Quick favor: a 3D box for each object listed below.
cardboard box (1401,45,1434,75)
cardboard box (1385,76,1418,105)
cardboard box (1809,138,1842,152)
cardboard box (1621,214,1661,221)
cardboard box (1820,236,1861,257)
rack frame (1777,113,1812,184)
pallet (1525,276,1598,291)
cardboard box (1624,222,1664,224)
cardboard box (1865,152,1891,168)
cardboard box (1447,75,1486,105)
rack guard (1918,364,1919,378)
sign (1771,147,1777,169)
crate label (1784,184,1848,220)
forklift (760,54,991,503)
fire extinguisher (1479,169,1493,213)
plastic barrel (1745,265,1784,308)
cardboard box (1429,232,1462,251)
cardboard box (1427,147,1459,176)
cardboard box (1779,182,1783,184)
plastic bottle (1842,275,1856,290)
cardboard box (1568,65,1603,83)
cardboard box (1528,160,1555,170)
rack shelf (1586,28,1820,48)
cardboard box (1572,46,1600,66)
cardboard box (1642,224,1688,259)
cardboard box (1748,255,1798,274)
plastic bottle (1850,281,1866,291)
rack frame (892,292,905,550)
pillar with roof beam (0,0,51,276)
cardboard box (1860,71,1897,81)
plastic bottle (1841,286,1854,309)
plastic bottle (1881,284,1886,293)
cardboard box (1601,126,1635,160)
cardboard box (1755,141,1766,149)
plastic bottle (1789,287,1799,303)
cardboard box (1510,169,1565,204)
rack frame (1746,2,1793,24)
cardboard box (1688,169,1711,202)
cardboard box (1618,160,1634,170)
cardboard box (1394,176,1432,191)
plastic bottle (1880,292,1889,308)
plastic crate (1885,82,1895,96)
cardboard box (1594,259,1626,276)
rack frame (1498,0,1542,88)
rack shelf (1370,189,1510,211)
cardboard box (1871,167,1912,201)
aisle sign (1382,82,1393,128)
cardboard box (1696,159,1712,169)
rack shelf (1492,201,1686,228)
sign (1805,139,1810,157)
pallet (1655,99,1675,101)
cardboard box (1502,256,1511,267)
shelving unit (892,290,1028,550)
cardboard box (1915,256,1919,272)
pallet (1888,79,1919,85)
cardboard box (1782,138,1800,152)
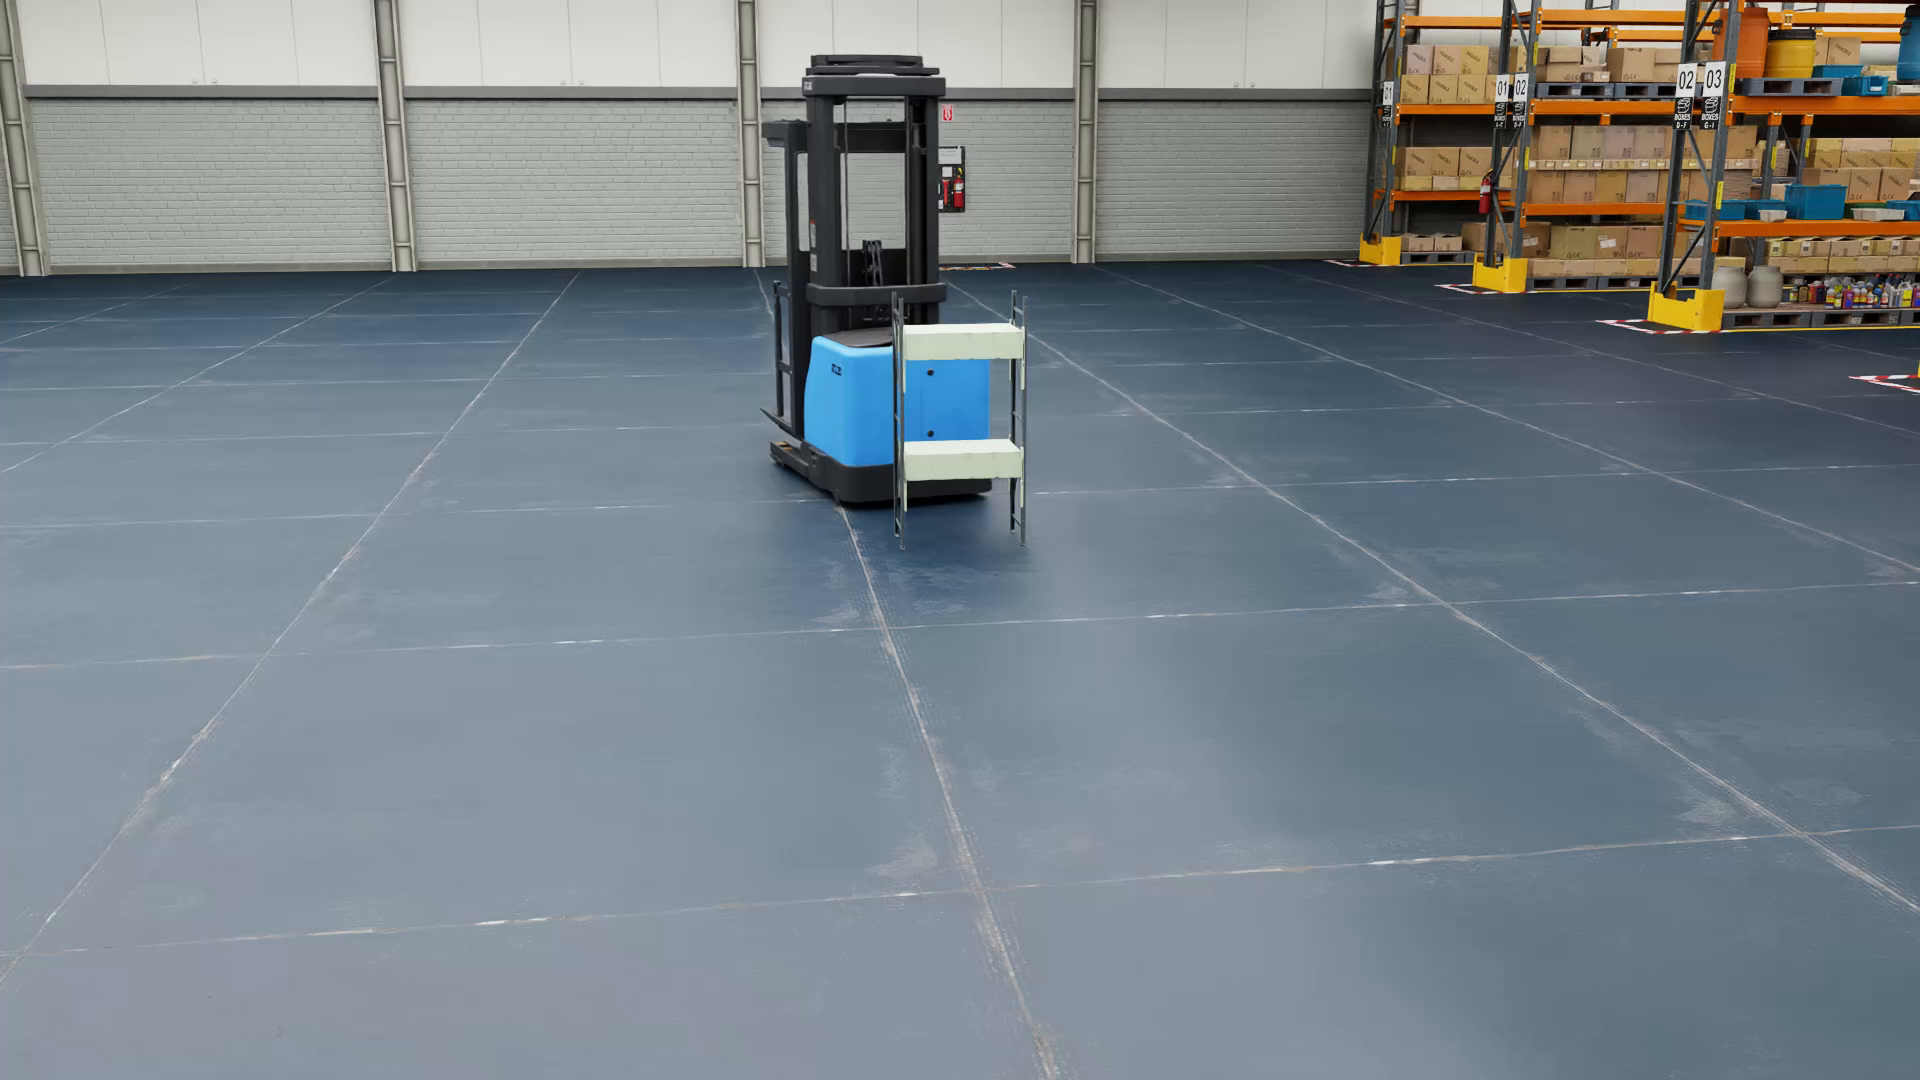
[{"bbox_3d":[8.039,-8.499,29.478,0.500,0.500,0.500,-3,14,-12],"label":"cardboard box"},{"bbox_3d":[7.997,-8.135,30.080,0.500,0.500,0.500,-1,14,-4],"label":"cardboard box"},{"bbox_3d":[16.048,-7.357,30.992,0.500,0.250,0.500,-2,14,-7],"label":"cardboard box"},{"bbox_3d":[12.738,-6.103,31.083,0.500,0.250,0.500,-2,14,-9],"label":"cardboard box"},{"bbox_3d":[13.772,-4.632,26.163,0.500,0.311,0.500,-3,14,-10],"label":"cardboard box"},{"bbox_3d":[15.533,-6.836,31.312,0.127,3.000,1.000,-2,14,-8],"label":"rack frame"},{"bbox_3d":[9.114,-4.040,25.895,1.213,0.211,1.003,-2,14,-8],"label":"pallet"},{"bbox_3d":[10.825,-4.755,26.264,0.500,0.500,0.500,-2,14,-8],"label":"cardboard box"},{"bbox_3d":[17.061,-7.029,31.223,0.500,0.500,0.500,-2,14,-9],"label":"cardboard box"},{"bbox_3d":[9.039,-8.041,29.707,0.500,0.500,0.500,-1,14,-6],"label":"cardboard box"},{"bbox_3d":[9.911,-1.762,16.218,0.348,0.500,1.175,-2,14,-8],"label":"rack guard"},{"bbox_3d":[12.403,-5.824,25.336,0.005,0.325,0.100,-2,14,-8],"label":"sign"},{"bbox_3d":[10.878,-4.312,21.175,0.616,0.435,0.502,-2,14,-8],"label":"crate label"},{"bbox_3d":[-0.784,-1.979,12.088,1.130,2.935,3.031,-5,15,-20],"label":"forklift"},{"bbox_3d":[8.178,-5.424,25.843,0.183,0.674,0.296,-2,14,-8],"label":"fire extinguisher"},{"bbox_3d":[10.233,-3.220,21.146,0.421,0.512,0.421,0,14,0],"label":"plastic barrel"},{"bbox_3d":[8.883,-5.479,30.526,0.500,0.311,0.500,-1,14,-4],"label":"cardboard box"},{"bbox_3d":[8.629,-6.807,29.923,0.500,0.500,0.500,-2,14,-8],"label":"cardboard box"},{"bbox_3d":[15.816,-6.797,31.633,0.250,0.149,0.380,-2,14,-7],"label":"cardboard box"},{"bbox_3d":[11.586,-3.284,21.693,0.185,0.351,0.144,-2,14,-9],"label":"plastic bottle"},{"bbox_3d":[9.463,-7.113,25.410,0.500,0.250,0.500,-2,14,-8],"label":"cardboard box"},{"bbox_3d":[8.784,-5.680,25.164,0.250,0.149,0.380,-2,14,-9],"label":"cardboard box"},{"bbox_3d":[13.555,-9.130,30.429,4.000,0.370,1.077,-2,14,-8],"label":"rack shelf"},{"bbox_3d":[11.122,-8.605,29.900,0.500,0.500,0.500,-3,14,-13],"label":"cardboard box"},{"bbox_3d":[10.903,-4.629,25.762,0.500,0.500,0.500,-2,14,-8],"label":"cardboard box"},{"bbox_3d":[12.755,-4.324,26.087,0.500,0.250,0.500,-2,14,-10],"label":"cardboard box"},{"bbox_3d":[11.633,-3.213,21.564,0.135,0.276,0.152,-2,14,-8],"label":"plastic bottle"},{"bbox_3d":[-0.369,-0.714,9.986,0.023,1.500,0.400,-2,14,-8],"label":"rack frame"},{"bbox_3d":[-14.906,-7.784,22.760,0.400,9.000,9.100,-2,14,-8],"label":"pillar with roof beam"},{"bbox_3d":[14.219,-7.140,25.803,0.500,0.250,0.500,-3,14,-13],"label":"cardboard box"},{"bbox_3d":[11.164,-3.053,20.909,0.133,0.283,0.061,-2,14,-7],"label":"plastic bottle"},{"bbox_3d":[11.772,-3.113,21.147,0.133,0.283,0.061,-2,14,-8],"label":"plastic bottle"},{"bbox_3d":[9.897,-6.087,25.453,0.500,0.500,0.700,-2,14,-8],"label":"cardboard box"},{"bbox_3d":[14.880,-7.377,31.028,0.250,0.149,0.380,-5,15,-18],"label":"cardboard box"},{"bbox_3d":[10.849,-3.191,21.627,0.097,0.201,0.097,0,14,0],"label":"plastic bottle"},{"bbox_3d":[8.827,-5.417,25.448,0.500,0.500,0.700,-2,14,-8],"label":"cardboard box"},{"bbox_3d":[12.319,-8.409,25.254,0.127,3.000,1.000,-2,14,-8],"label":"rack frame"},{"bbox_3d":[11.361,-5.509,25.819,0.500,0.500,0.700,-2,14,-9],"label":"cardboard box"},{"bbox_3d":[10.057,-5.727,25.352,0.250,0.149,0.380,-2,14,-9],"label":"cardboard box"},{"bbox_3d":[8.152,-6.424,29.938,0.500,0.250,0.500,-3,14,-10],"label":"cardboard box"},{"bbox_3d":[11.676,-3.037,21.012,0.097,0.201,0.097,0,14,0],"label":"plastic bottle"},{"bbox_3d":[11.452,-5.668,20.926,0.450,0.188,0.336,-2,14,-8],"label":"plastic crate"},{"bbox_3d":[9.915,-4.227,25.700,0.500,0.250,0.500,-2,14,-8],"label":"cardboard box"},{"bbox_3d":[8.364,-8.264,24.676,0.127,3.000,1.000,-2,14,-8],"label":"rack frame"},{"bbox_3d":[9.600,-6.269,30.533,4.000,0.370,1.077,-2,14,-8],"label":"rack shelf"},{"bbox_3d":[14.618,-5.628,26.291,0.500,0.500,0.500,-3,14,-11],"label":"cardboard box"},{"bbox_3d":[7.595,-7.732,29.542,0.004,0.787,0.394,-2,14,-8],"label":"aisle sign"},{"bbox_3d":[11.319,-5.773,25.534,0.250,0.149,0.380,-2,14,-8],"label":"cardboard box"},{"bbox_3d":[10.341,-5.078,25.782,4.000,0.370,1.077,-2,14,-8],"label":"rack shelf"},{"bbox_3d":[15.623,-7.229,30.662,0.005,0.325,0.100,-2,14,-8],"label":"sign"},{"bbox_3d":[13.229,-8.090,30.532,1.003,0.211,1.213,-2,14,-8],"label":"pallet"},{"bbox_3d":[8.850,-4.315,26.050,0.500,0.250,0.500,-2,14,-8],"label":"cardboard box"},{"bbox_3d":[-0.007,-0.727,10.038,0.755,1.500,0.431,-2,14,-8],"label":"shelving unit"},{"bbox_3d":[15.281,-4.417,26.457,0.500,0.250,0.500,-2,14,-9],"label":"cardboard box"},{"bbox_3d":[12.354,-5.621,20.692,1.003,0.211,1.213,-2,14,-8],"label":"pallet"},{"bbox_3d":[15.942,-7.481,31.484,0.500,0.250,0.500,-2,14,-7],"label":"cardboard box"}]
